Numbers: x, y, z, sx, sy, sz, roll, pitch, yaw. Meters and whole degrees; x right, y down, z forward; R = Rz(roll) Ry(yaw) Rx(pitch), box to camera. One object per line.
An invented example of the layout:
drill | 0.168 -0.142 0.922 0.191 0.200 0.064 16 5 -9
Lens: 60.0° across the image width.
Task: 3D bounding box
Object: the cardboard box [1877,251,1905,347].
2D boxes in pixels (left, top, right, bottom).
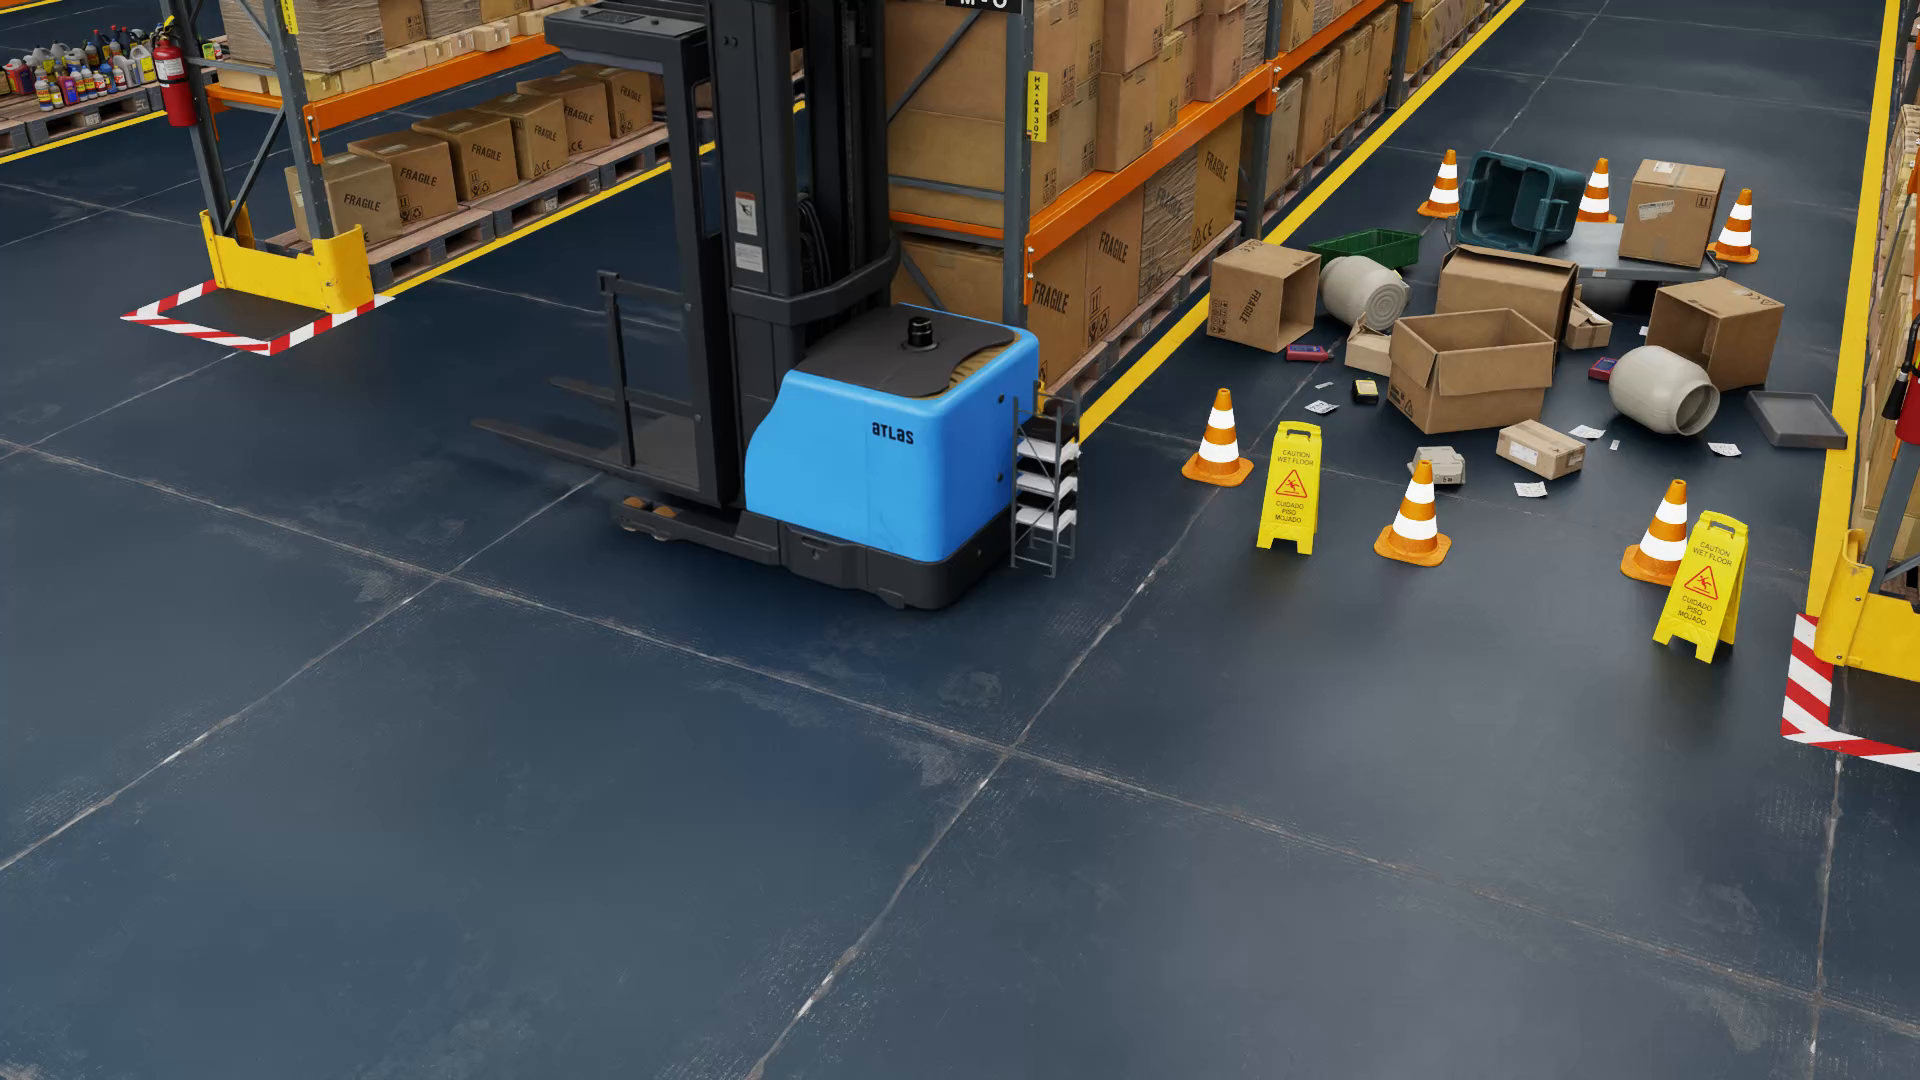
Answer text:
cardboard box | 5.406 -1.334 9.146 0.500 0.500 0.500 16 33 25

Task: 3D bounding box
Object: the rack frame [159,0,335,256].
rack frame | -4.496 -2.934 10.347 1.000 3.000 0.127 14 33 23

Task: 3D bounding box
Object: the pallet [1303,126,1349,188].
pallet | 2.535 -3.230 13.662 1.003 0.211 1.213 14 33 23

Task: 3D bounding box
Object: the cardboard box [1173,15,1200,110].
cardboard box | 0.957 -2.974 10.267 0.875 0.550 0.550 14 33 23

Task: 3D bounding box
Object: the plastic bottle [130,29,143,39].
plastic bottle | -7.741 -4.649 15.627 0.152 0.276 0.135 16 33 25

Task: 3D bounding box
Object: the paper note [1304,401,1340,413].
paper note | 2.080 -0.767 9.557 0.142 0.017 0.144 -25 38 -36

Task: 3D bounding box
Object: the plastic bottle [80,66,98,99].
plastic bottle | -7.600 -3.994 14.492 0.097 0.271 0.097 0 30 0

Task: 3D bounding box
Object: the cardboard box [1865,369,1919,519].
cardboard box | 4.459 -0.415 7.547 0.500 0.500 0.500 15 33 24

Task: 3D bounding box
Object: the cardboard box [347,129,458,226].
cardboard box | -3.955 -2.578 11.815 0.500 0.500 0.500 24 38 36

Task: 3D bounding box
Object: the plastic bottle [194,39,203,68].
plastic bottle | -7.120 -4.522 15.330 0.144 0.351 0.185 13 32 22

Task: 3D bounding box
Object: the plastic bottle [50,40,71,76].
plastic bottle | -8.100 -4.337 15.008 0.144 0.351 0.185 14 33 23

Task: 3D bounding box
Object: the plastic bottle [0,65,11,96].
plastic bottle | -8.422 -4.040 14.559 0.061 0.283 0.133 15 33 24

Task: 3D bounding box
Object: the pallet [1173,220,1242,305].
pallet | 1.280 -2.008 11.536 1.003 0.211 1.213 14 33 23

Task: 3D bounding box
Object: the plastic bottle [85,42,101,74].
plastic bottle | -7.940 -4.417 15.228 0.097 0.271 0.097 0 30 0

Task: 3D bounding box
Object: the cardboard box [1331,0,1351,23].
cardboard box | 2.634 -4.198 12.447 0.500 0.500 0.500 14 33 23

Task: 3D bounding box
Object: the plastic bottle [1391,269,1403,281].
plastic bottle | 2.913 -1.798 11.320 0.133 0.061 0.283 -1 30 -3

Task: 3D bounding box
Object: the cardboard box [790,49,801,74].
cardboard box | -1.886 -4.536 15.206 0.700 0.500 0.500 11 32 19

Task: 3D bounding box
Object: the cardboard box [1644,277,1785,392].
cardboard box | 4.449 -1.210 9.852 0.500 0.500 0.500 -12 32 -20

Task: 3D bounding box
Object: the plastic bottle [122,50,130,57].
plastic bottle | -7.457 -4.276 14.970 0.061 0.283 0.133 14 33 23

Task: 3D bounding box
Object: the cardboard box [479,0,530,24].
cardboard box | -3.596 -4.024 11.845 0.875 0.500 0.500 14 33 23

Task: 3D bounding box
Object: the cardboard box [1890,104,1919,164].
cardboard box | 7.704 -3.027 12.725 0.950 0.372 0.625 12 32 20

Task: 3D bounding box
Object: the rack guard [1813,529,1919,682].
rack guard | 4.361 0.365 7.113 1.175 0.500 0.348 14 33 23

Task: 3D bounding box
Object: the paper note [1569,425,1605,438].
paper note | 3.505 -0.606 9.287 0.142 0.019 0.148 -25 38 -36

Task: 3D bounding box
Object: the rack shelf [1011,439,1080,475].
rack shelf | 0.400 -0.407 7.760 0.258 0.077 0.200 15 33 25

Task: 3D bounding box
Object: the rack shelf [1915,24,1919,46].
rack shelf | 8.881 -4.807 14.331 1.077 0.370 4.000 14 33 23

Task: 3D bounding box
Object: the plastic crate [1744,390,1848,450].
plastic crate | 4.703 -0.683 9.359 0.402 0.080 0.583 4 30 6

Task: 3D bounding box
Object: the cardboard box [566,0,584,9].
cardboard box | -3.046 -4.013 12.479 0.380 0.149 0.250 14 33 23

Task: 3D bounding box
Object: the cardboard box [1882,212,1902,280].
cardboard box | 6.385 -1.735 10.476 0.950 0.372 0.625 15 33 24

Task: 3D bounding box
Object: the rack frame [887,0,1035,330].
rack frame | -0.127 -1.764 8.309 1.000 3.000 0.127 14 33 23

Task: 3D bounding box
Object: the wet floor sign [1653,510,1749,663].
wet floor sign | 3.287 0.177 7.294 0.232 0.644 0.267 -25 38 -36

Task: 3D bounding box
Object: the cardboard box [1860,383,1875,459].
cardboard box | 4.931 -0.556 8.545 0.500 0.250 0.500 13 32 22

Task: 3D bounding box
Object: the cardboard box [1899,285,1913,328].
cardboard box | 4.805 -1.101 8.091 0.380 0.149 0.250 16 33 25

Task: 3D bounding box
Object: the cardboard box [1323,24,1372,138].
cardboard box | 2.765 -3.879 13.830 1.050 0.750 0.750 15 33 24

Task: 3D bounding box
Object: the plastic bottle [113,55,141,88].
plastic bottle | -7.432 -4.190 14.828 0.152 0.276 0.135 15 33 24

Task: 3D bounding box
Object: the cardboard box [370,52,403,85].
cardboard box | -3.896 -3.111 10.908 0.380 0.149 0.250 14 33 23

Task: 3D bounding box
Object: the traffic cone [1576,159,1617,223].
traffic cone | 4.709 -2.582 12.281 0.336 0.463 0.334 14 33 23

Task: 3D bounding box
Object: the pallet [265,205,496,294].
pallet | -4.060 -2.110 11.713 1.003 0.211 1.213 14 33 23

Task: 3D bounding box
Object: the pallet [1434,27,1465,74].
pallet | 4.432 -4.986 16.721 1.003 0.211 1.213 14 33 23

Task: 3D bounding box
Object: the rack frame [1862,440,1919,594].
rack frame | 4.326 -0.686 6.432 1.000 3.000 0.127 14 33 23

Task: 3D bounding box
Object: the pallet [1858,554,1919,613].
pallet | 4.762 0.138 7.798 1.003 0.211 1.213 14 33 23

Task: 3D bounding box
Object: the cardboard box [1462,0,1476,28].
cardboard box | 4.993 -5.569 17.024 0.500 0.500 0.500 13 33 22

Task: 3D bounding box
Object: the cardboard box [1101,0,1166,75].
cardboard box | 0.621 -2.935 9.114 0.875 0.550 0.550 14 33 23

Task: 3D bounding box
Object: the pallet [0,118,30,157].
pallet | -8.538 -3.251 13.700 1.003 0.211 1.213 14 33 23

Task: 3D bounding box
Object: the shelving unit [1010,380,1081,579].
shelving unit | 0.400 -0.280 7.833 0.258 0.900 0.210 15 33 25

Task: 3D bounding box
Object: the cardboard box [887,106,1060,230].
cardboard box | 0.002 -2.004 8.576 0.875 0.550 0.550 14 33 23

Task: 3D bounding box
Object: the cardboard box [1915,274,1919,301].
cardboard box | 4.549 -1.158 7.507 0.380 0.149 0.250 15 33 24

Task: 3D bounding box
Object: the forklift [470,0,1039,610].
forklift | -1.148 -1.477 7.878 3.031 2.935 1.130 16 34 26

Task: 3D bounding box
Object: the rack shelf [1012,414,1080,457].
rack shelf | 0.400 -0.485 7.715 0.258 0.077 0.200 15 33 25

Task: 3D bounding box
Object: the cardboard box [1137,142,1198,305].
cardboard box | 0.940 -2.134 10.667 0.875 0.875 0.875 15 33 24

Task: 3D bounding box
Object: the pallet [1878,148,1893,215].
pallet | 7.613 -2.677 12.699 1.003 0.211 1.213 14 33 23

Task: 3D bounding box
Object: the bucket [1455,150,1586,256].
bucket | 3.686 -2.193 10.818 0.620 0.611 0.726 -14 31 -42

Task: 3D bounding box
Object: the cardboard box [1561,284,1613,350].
cardboard box | 3.866 -1.399 10.420 0.258 0.266 0.396 -7 31 -11

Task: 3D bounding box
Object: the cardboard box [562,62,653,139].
cardboard box | -2.892 -3.637 13.660 0.500 0.500 0.500 13 32 22

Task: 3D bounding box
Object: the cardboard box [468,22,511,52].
cardboard box | -3.384 -3.540 11.655 0.380 0.149 0.250 14 33 23

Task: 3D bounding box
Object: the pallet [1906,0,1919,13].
pallet | 10.763 -5.658 17.892 1.003 0.211 1.213 14 33 23

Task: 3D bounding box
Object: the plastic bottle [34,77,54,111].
plastic bottle | -7.802 -3.798 14.150 0.097 0.271 0.097 0 30 0

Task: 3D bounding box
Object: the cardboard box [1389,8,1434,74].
cardboard box | 4.067 -4.664 15.448 0.500 0.500 0.500 13 32 21
